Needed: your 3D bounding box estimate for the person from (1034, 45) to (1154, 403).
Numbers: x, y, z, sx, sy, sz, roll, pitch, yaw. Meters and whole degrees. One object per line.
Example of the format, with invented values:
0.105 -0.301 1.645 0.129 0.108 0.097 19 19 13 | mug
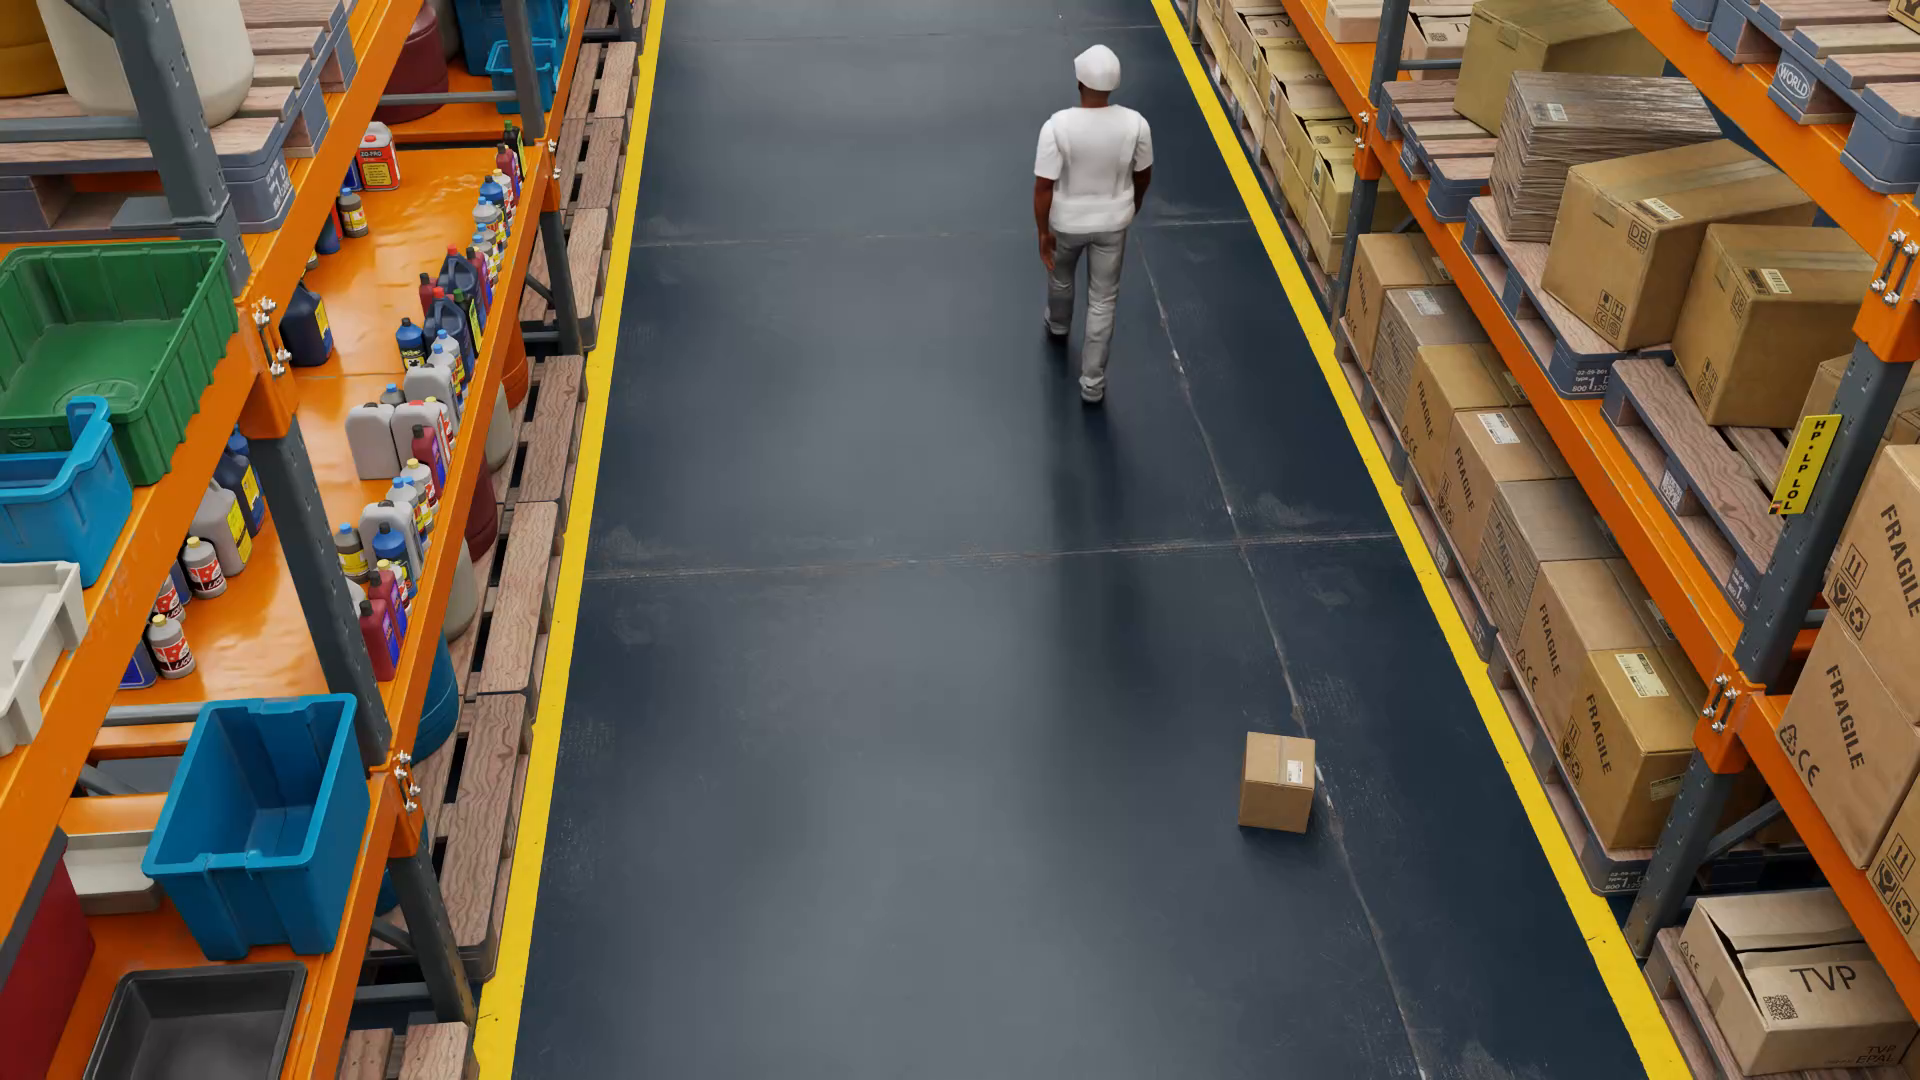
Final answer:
0.641 -1.631 8.135 0.566 1.715 0.967 2 39 2 | person
